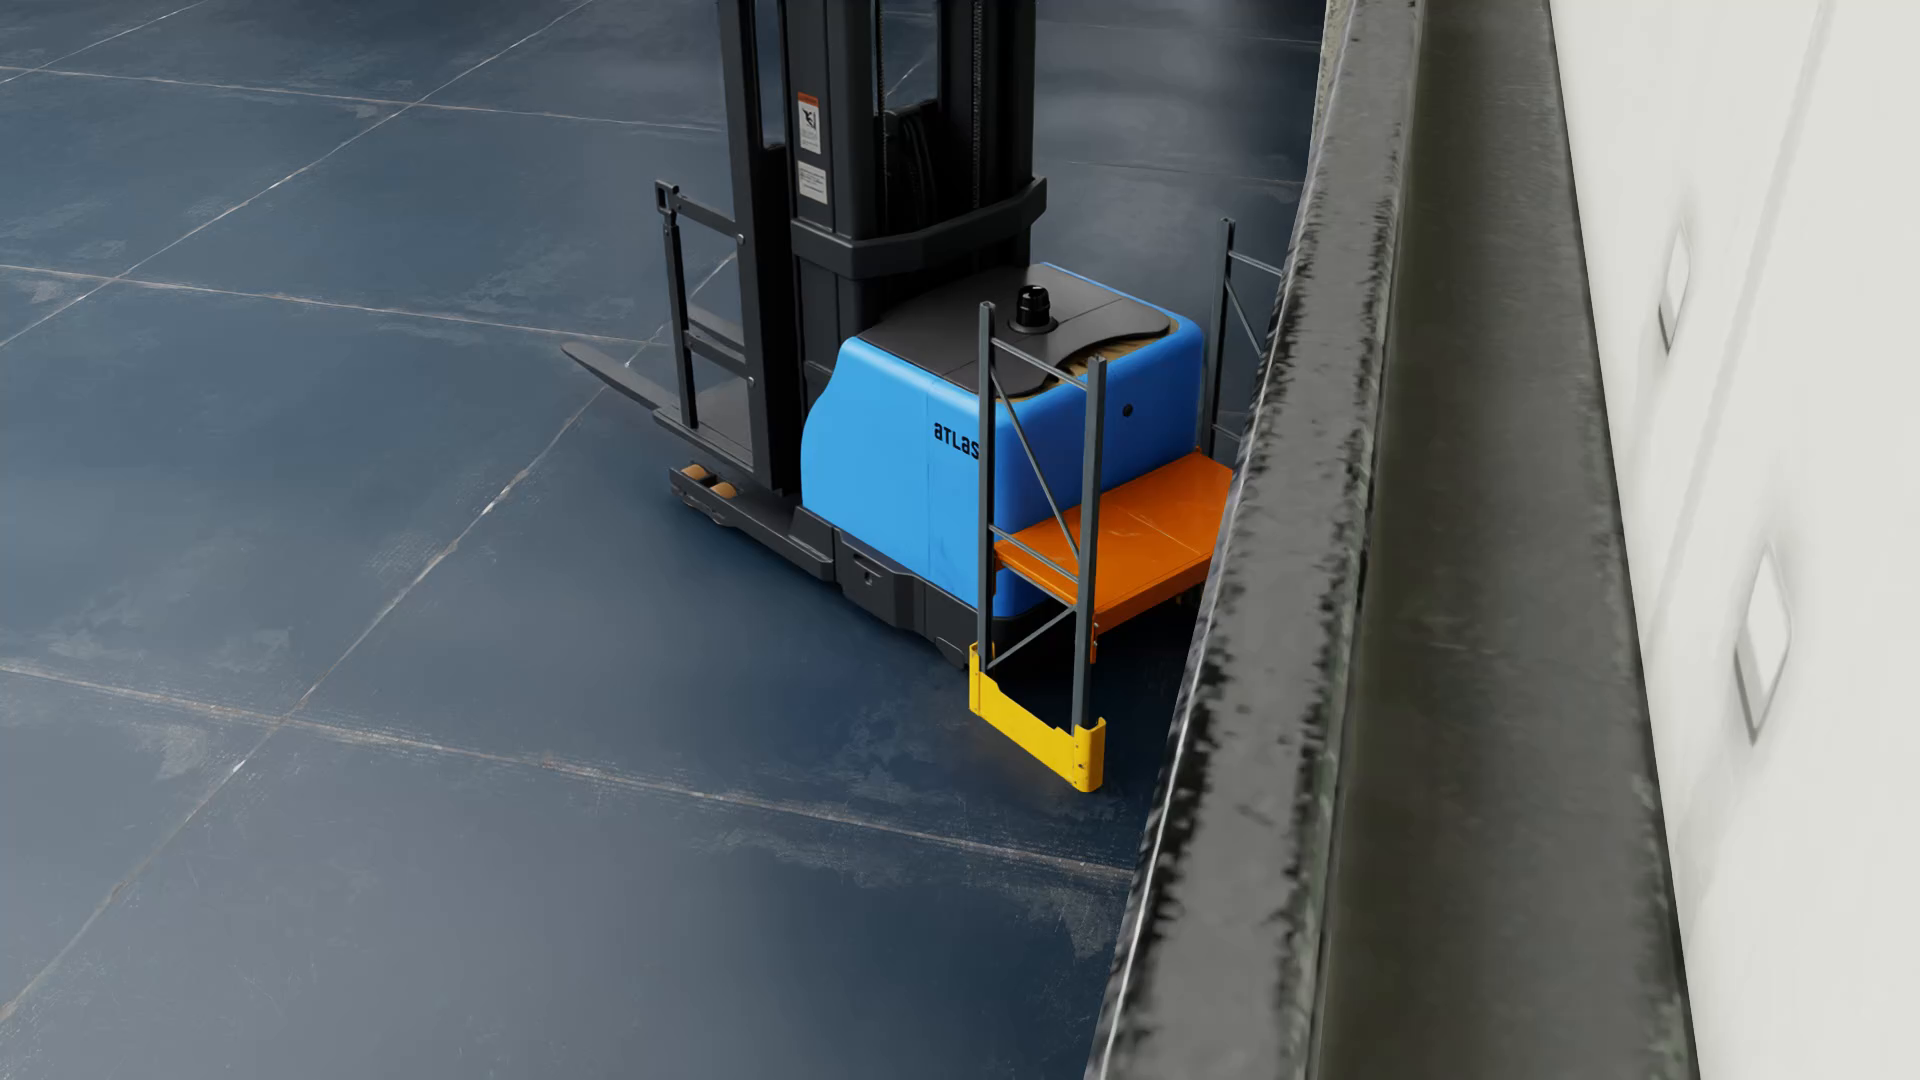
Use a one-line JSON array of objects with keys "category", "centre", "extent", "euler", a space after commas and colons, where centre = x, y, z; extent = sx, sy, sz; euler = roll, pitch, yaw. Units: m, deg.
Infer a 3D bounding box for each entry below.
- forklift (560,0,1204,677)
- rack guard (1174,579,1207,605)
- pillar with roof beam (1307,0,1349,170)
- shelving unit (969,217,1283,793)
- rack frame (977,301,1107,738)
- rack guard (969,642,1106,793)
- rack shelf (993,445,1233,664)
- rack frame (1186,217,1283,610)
[{"category": "forklift", "centre": [-0.524, -1.466, 6.105], "extent": [1.130, 2.935, 3.031], "euler": [-27, 41, -36]}, {"category": "rack guard", "centre": [1.007, 0.224, 5.944], "extent": [0.087, 0.250, 0.587], "euler": [-24, 40, -33]}, {"category": "pillar with roof beam", "centre": [-3.228, -3.330, 3.381], "extent": [9.100, 9.000, 0.400], "euler": [8, 33, 12]}, {"category": "shelving unit", "centre": [0.625, -0.132, 5.339], "extent": [1.083, 1.500, 0.587], "euler": [-24, 40, -33]}, {"category": "rack frame", "centre": [0.228, 0.046, 5.060], "extent": [0.032, 1.500, 0.500], "euler": [-24, 40, -33]}, {"category": "rack guard", "centre": [0.243, 0.567, 5.405], "extent": [0.087, 0.250, 0.587], "euler": [-24, 40, -33]}, {"category": "rack shelf", "centre": [0.618, 0.023, 5.431], "extent": [1.000, 0.185, 0.538], "euler": [-24, 40, -33]}, {"category": "rack frame", "centre": [1.008, -0.303, 5.609], "extent": [0.032, 1.500, 0.500], "euler": [-24, 40, -33]}]
